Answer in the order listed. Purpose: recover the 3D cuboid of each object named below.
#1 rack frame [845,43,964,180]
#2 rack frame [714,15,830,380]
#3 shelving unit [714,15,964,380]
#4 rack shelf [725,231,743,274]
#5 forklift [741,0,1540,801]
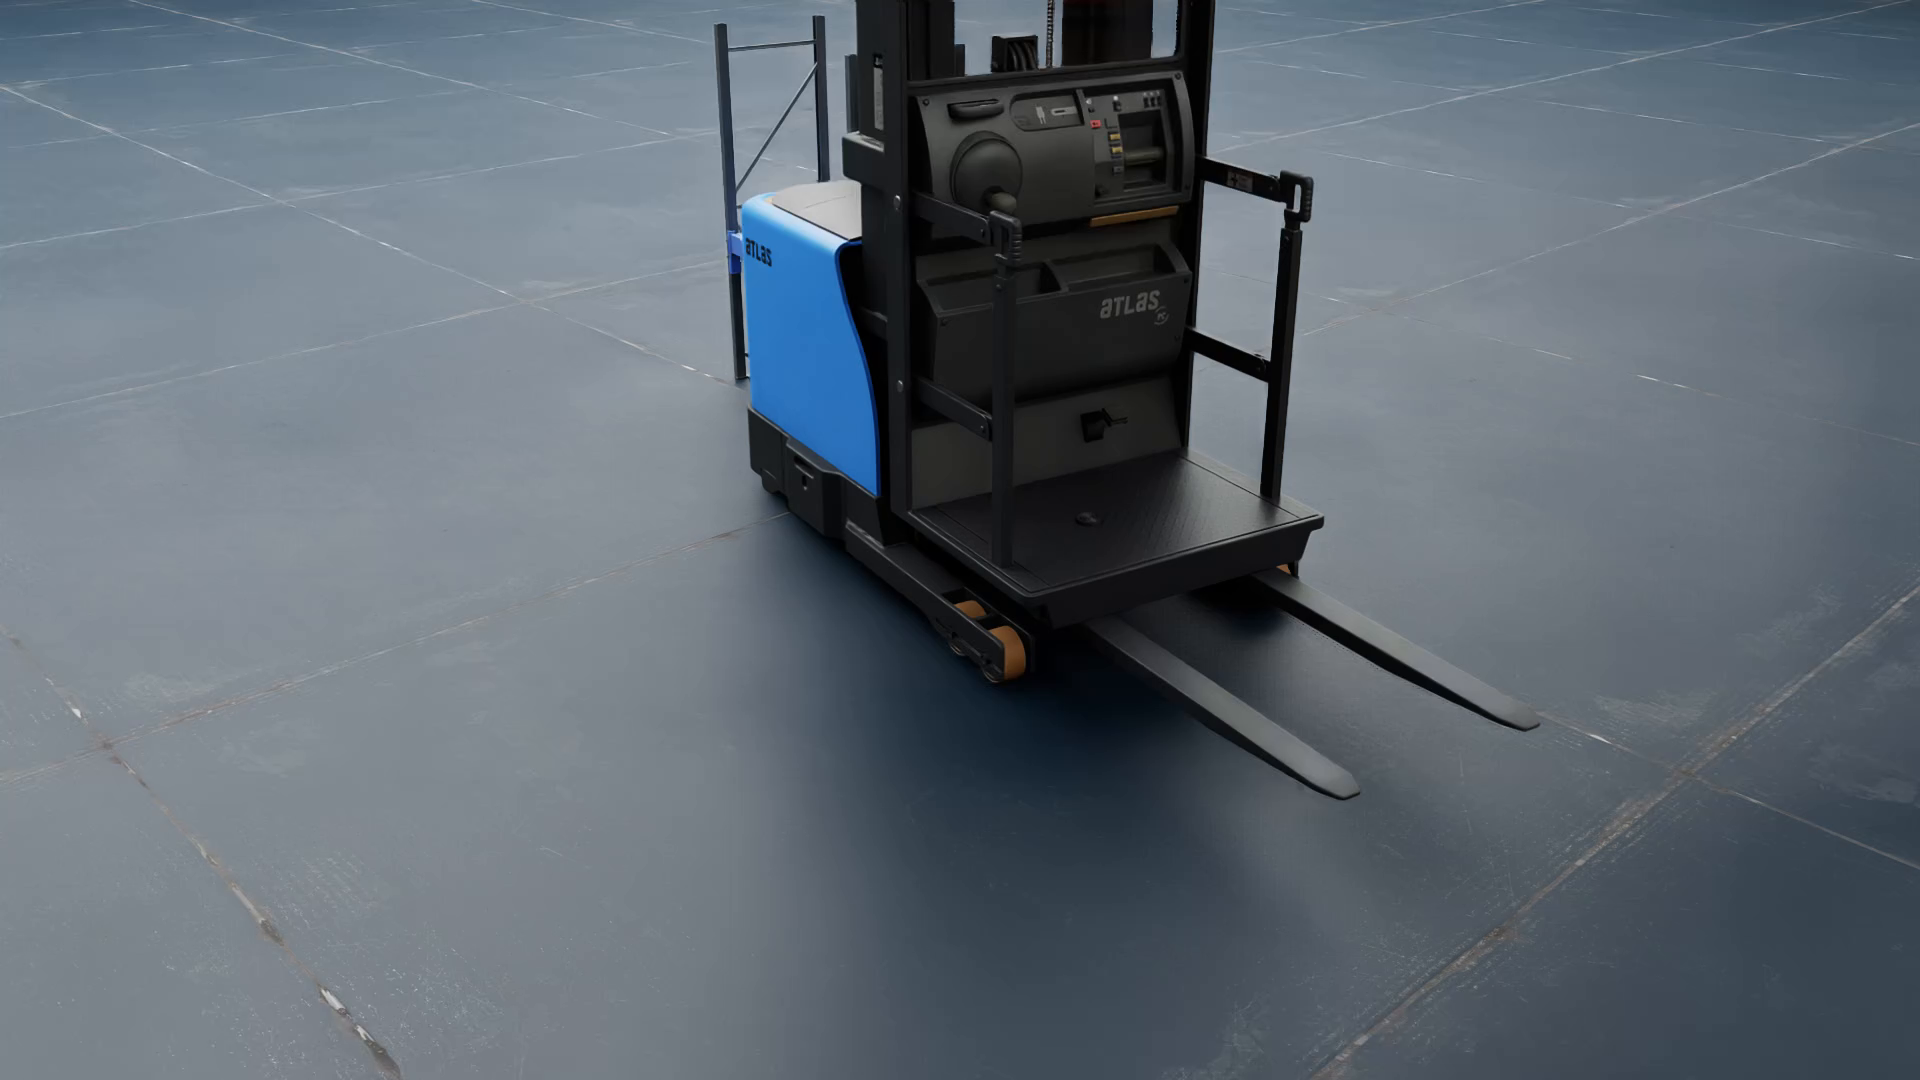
[{"bbox_3d":[-0.198,-1.101,6.357,0.500,1.500,0.032,-16,29,-31],"label":"rack frame"},{"bbox_3d":[-0.777,-1.448,7.118,0.500,1.500,0.032,-16,29,-31],"label":"rack frame"},{"bbox_3d":[-0.487,-1.275,6.738,0.538,1.500,1.048,-16,29,-31],"label":"shelving unit"},{"bbox_3d":[-0.487,-1.111,6.812,0.538,0.185,1.000,-16,29,-31],"label":"rack shelf"},{"bbox_3d":[0.406,-1.135,4.708,1.130,2.935,3.031,-14,28,-28],"label":"forklift"}]
